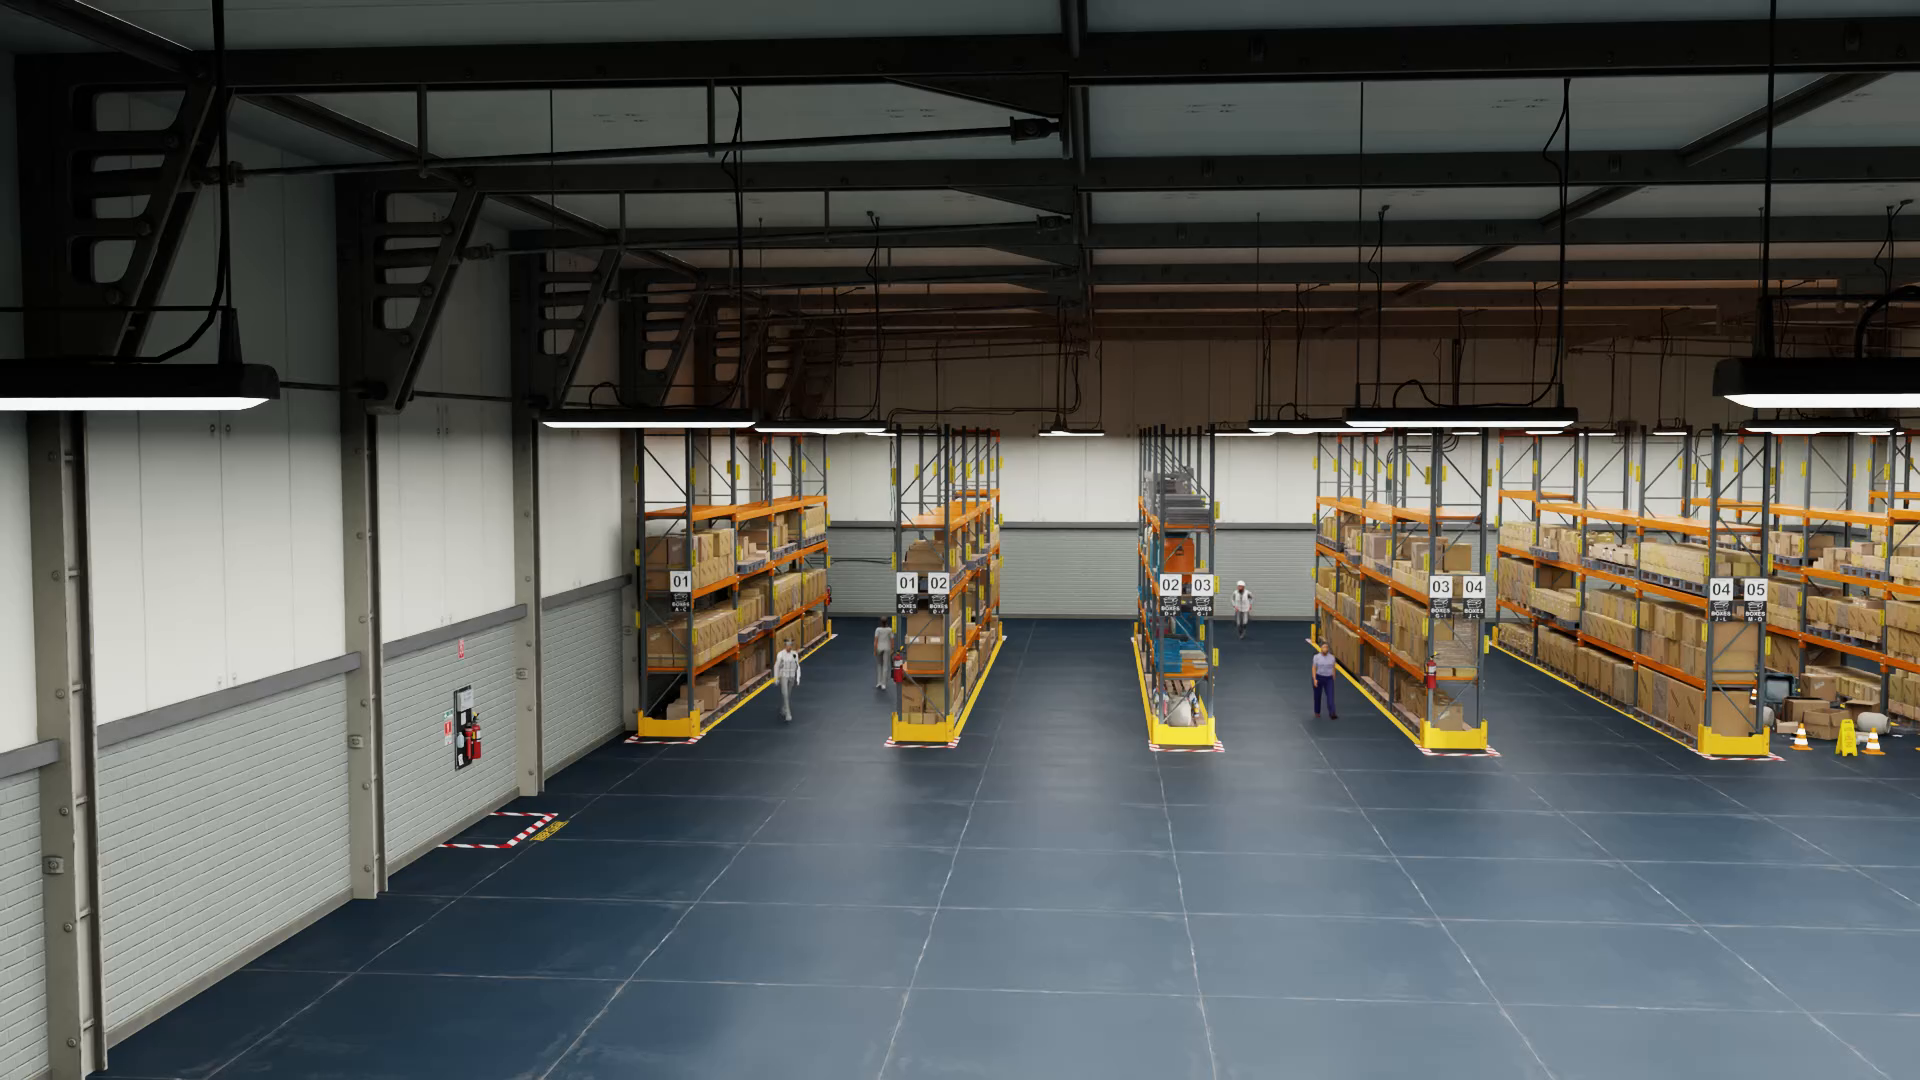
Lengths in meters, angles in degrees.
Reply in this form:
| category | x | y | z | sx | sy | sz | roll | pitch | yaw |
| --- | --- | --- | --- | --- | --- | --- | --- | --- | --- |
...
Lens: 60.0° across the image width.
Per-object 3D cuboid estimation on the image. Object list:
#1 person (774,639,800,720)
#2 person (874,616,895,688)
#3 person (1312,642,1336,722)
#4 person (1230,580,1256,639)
| category | x | y | z | sx | sy | sz | roll | pitch | yaw |
| --- | --- | --- | --- | --- | --- | --- | --- | --- | --- |
| person | -3.516 | 2.819 | 33.999 | 0.526 | 1.619 | 0.955 | -3 | 5 | -40 |
| person | -1.732 | 2.582 | 38.262 | 0.477 | 1.661 | 0.775 | 0 | 3 | 2 |
| person | 7.372 | 2.875 | 33.676 | 0.494 | 1.566 | 1.052 | 1 | 4 | 12 |
| person | 8.077 | 1.978 | 47.454 | 0.710 | 1.685 | 0.816 | 1 | 4 | 13 |
